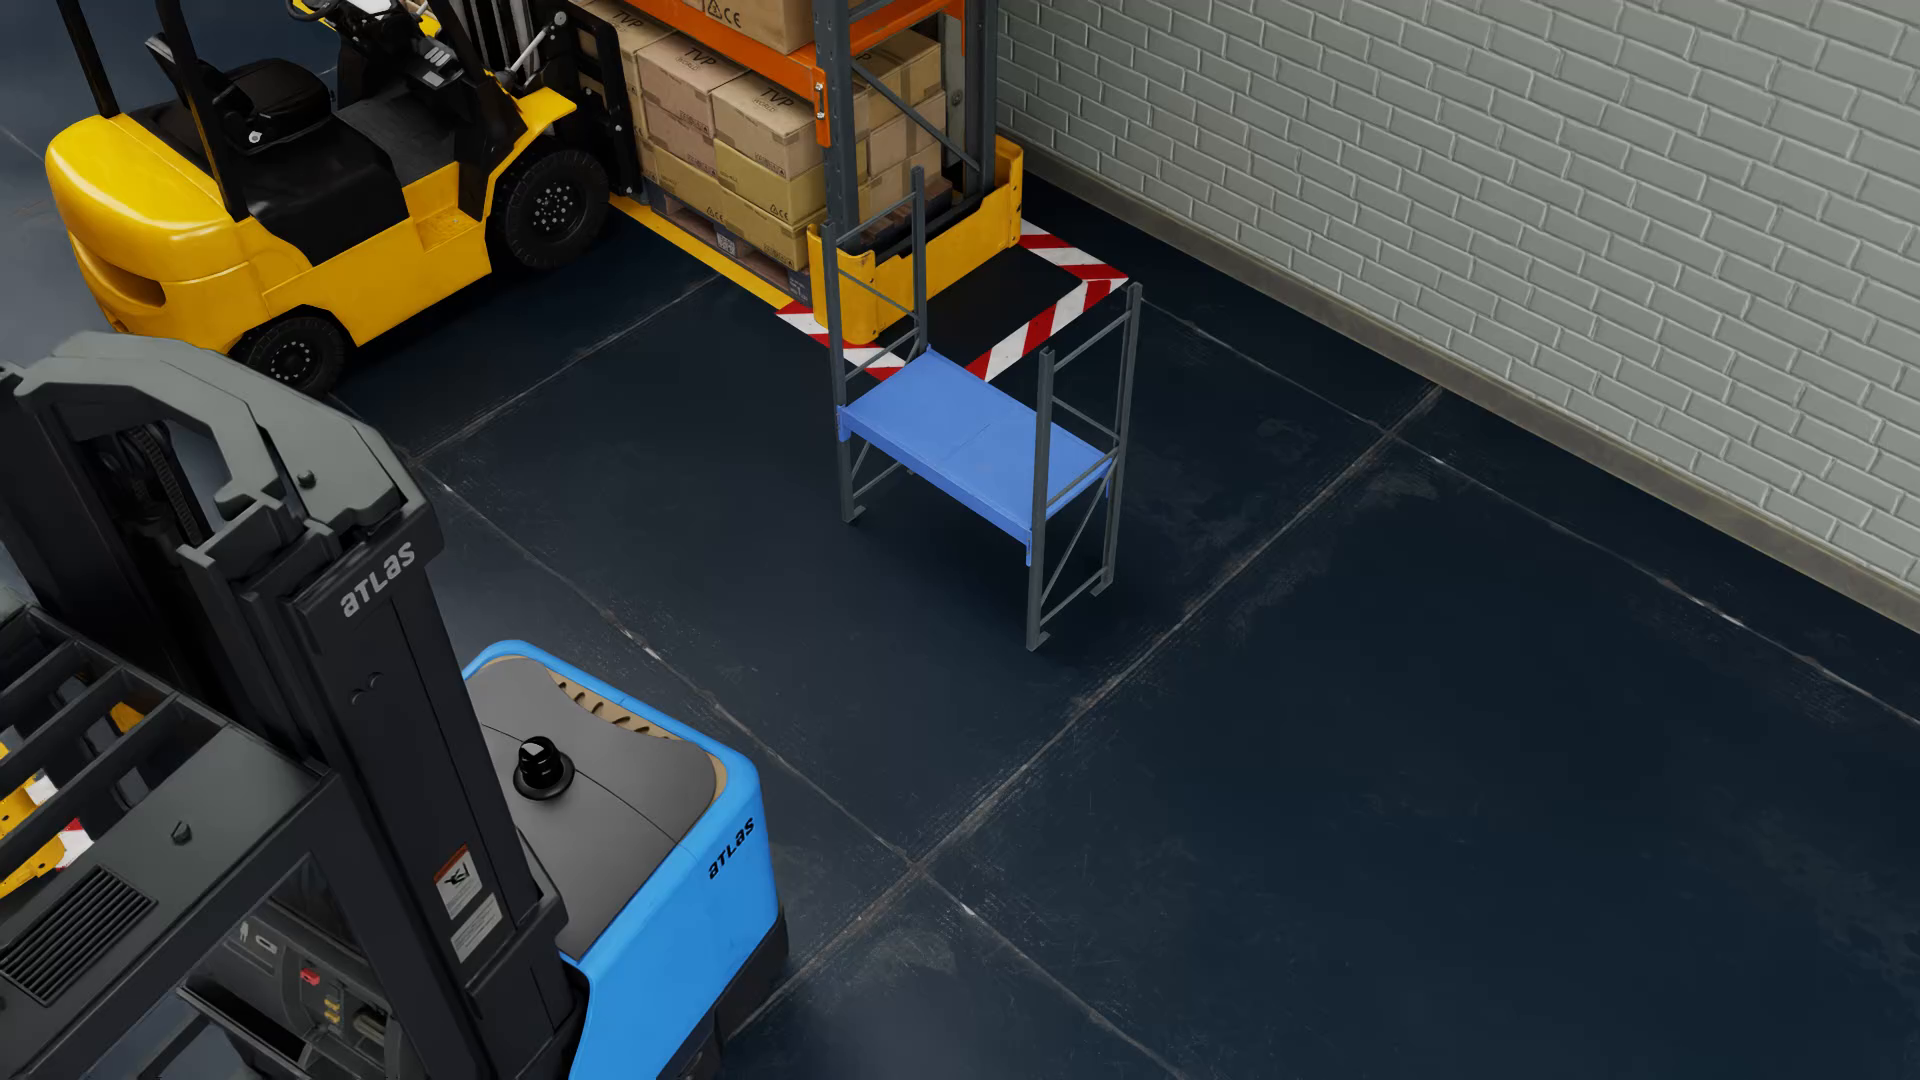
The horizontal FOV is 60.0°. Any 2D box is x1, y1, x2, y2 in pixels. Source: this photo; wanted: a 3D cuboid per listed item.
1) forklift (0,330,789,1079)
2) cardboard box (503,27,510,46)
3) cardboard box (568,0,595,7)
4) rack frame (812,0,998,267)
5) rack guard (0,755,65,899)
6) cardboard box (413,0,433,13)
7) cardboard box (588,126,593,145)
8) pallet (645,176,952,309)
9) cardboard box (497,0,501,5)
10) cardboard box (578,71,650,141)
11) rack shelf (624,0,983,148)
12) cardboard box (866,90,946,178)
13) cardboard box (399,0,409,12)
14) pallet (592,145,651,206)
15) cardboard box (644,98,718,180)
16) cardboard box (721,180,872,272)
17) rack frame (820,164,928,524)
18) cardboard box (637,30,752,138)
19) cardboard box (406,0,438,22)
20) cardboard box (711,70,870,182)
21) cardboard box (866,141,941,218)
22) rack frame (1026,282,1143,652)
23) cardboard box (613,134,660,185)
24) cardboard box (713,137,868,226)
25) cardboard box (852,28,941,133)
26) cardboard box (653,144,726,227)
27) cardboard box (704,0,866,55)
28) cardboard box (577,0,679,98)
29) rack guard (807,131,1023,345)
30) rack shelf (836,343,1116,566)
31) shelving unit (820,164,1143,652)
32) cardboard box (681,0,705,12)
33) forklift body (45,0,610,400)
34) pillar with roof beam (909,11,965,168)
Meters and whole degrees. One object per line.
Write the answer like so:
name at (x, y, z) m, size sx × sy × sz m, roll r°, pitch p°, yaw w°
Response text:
forklift at (-1.757, 1.116, 3.800) m, size 1.130 × 2.935 × 3.031 m, roll 24°, pitch 51°, yaw 21°
cardboard box at (-2.273, -2.764, 8.651) m, size 0.500 × 0.250 × 0.500 m, roll 33°, pitch 55°, yaw 27°
cardboard box at (-1.887, -2.673, 8.223) m, size 0.500 × 0.250 × 0.500 m, roll 33°, pitch 55°, yaw 27°
rack frame at (-0.213, -2.320, 6.979) m, size 0.127 × 3.000 × 1.000 m, roll 34°, pitch 55°, yaw 28°
rack guard at (-3.632, 1.159, 5.427) m, size 0.348 × 0.500 × 1.175 m, roll 34°, pitch 55°, yaw 28°
cardboard box at (-2.634, -3.019, 8.890) m, size 0.500 × 0.250 × 0.500 m, roll 34°, pitch 55°, yaw 27°
cardboard box at (-1.890, -2.333, 8.590) m, size 0.500 × 0.250 × 0.500 m, roll 36°, pitch 56°, yaw 29°
pallet at (-0.803, -1.721, 8.329) m, size 1.213 × 0.211 × 1.003 m, roll 34°, pitch 55°, yaw 28°
cardboard box at (-2.267, -2.937, 8.471) m, size 0.500 × 0.250 × 0.500 m, roll 36°, pitch 56°, yaw 29°
cardboard box at (-1.537, -2.264, 8.182) m, size 0.500 × 0.250 × 0.500 m, roll 33°, pitch 55°, yaw 27°
rack shelf at (-1.682, -3.062, 8.170) m, size 4.000 × 0.370 × 1.077 m, roll 34°, pitch 55°, yaw 28°
cardboard box at (-0.417, -2.037, 7.969) m, size 0.500 × 0.250 × 0.500 m, roll 35°, pitch 56°, yaw 28°
cardboard box at (-3.021, -3.083, 9.294) m, size 0.500 × 0.250 × 0.500 m, roll 34°, pitch 56°, yaw 28°
pallet at (-1.695, -2.324, 8.896) m, size 1.213 × 0.211 × 1.003 m, roll 34°, pitch 55°, yaw 28°
cardboard box at (-1.144, -2.020, 7.953) m, size 0.500 × 0.250 × 0.500 m, roll 33°, pitch 55°, yaw 27°
cardboard box at (-0.772, -1.585, 7.887) m, size 0.500 × 0.250 × 0.500 m, roll 34°, pitch 56°, yaw 28°
rack frame at (-0.311, -0.723, 6.508) m, size 0.032 × 1.500 × 0.500 m, roll 34°, pitch 55°, yaw 28°
cardboard box at (-1.142, -2.174, 7.755) m, size 0.500 × 0.250 × 0.500 m, roll 35°, pitch 56°, yaw 28°
cardboard box at (-2.637, -2.841, 9.066) m, size 0.500 × 0.250 × 0.500 m, roll 33°, pitch 55°, yaw 27°
cardboard box at (-0.763, -1.925, 7.521) m, size 0.500 × 0.250 × 0.500 m, roll 36°, pitch 56°, yaw 29°
cardboard box at (-0.441, -1.870, 8.155) m, size 0.500 × 0.250 × 0.500 m, roll 34°, pitch 56°, yaw 28°
rack frame at (0.436, -0.220, 6.036) m, size 0.032 × 1.500 × 0.500 m, roll 34°, pitch 55°, yaw 28°
cardboard box at (-1.493, -2.088, 8.360) m, size 0.500 × 0.250 × 0.500 m, roll 35°, pitch 56°, yaw 28°
cardboard box at (-0.782, -1.766, 7.715) m, size 0.500 × 0.250 × 0.500 m, roll 33°, pitch 55°, yaw 27°
cardboard box at (-0.437, -2.203, 7.782) m, size 0.500 × 0.250 × 0.500 m, roll 33°, pitch 55°, yaw 27°
cardboard box at (-1.131, -1.836, 8.123) m, size 0.500 × 0.250 × 0.500 m, roll 34°, pitch 55°, yaw 28°
cardboard box at (-0.752, -2.456, 7.039) m, size 0.500 × 0.500 × 0.500 m, roll 33°, pitch 55°, yaw 27°
cardboard box at (-1.519, -2.418, 7.984) m, size 0.500 × 0.250 × 0.500 m, roll 35°, pitch 56°, yaw 28°
rack guard at (-0.195, -1.452, 7.879) m, size 0.348 × 0.500 × 1.175 m, roll 34°, pitch 55°, yaw 28°
rack shelf at (0.063, -0.348, 6.403) m, size 1.000 × 0.185 × 0.538 m, roll 34°, pitch 55°, yaw 28°
shelving unit at (0.063, -0.471, 6.272) m, size 1.048 × 1.500 × 0.538 m, roll 34°, pitch 55°, yaw 28°
cardboard box at (-1.127, -2.718, 7.284) m, size 0.500 × 0.500 × 0.500 m, roll 36°, pitch 56°, yaw 29°
forklift body at (-2.843, -1.989, 7.251) m, size 1.214 × 2.155 × 2.313 m, roll 34°, pitch 55°, yaw 28°
pillar with roof beam at (-3.033, -2.894, 3.403) m, size 0.400 × 9.000 × 9.100 m, roll 34°, pitch 55°, yaw 28°
